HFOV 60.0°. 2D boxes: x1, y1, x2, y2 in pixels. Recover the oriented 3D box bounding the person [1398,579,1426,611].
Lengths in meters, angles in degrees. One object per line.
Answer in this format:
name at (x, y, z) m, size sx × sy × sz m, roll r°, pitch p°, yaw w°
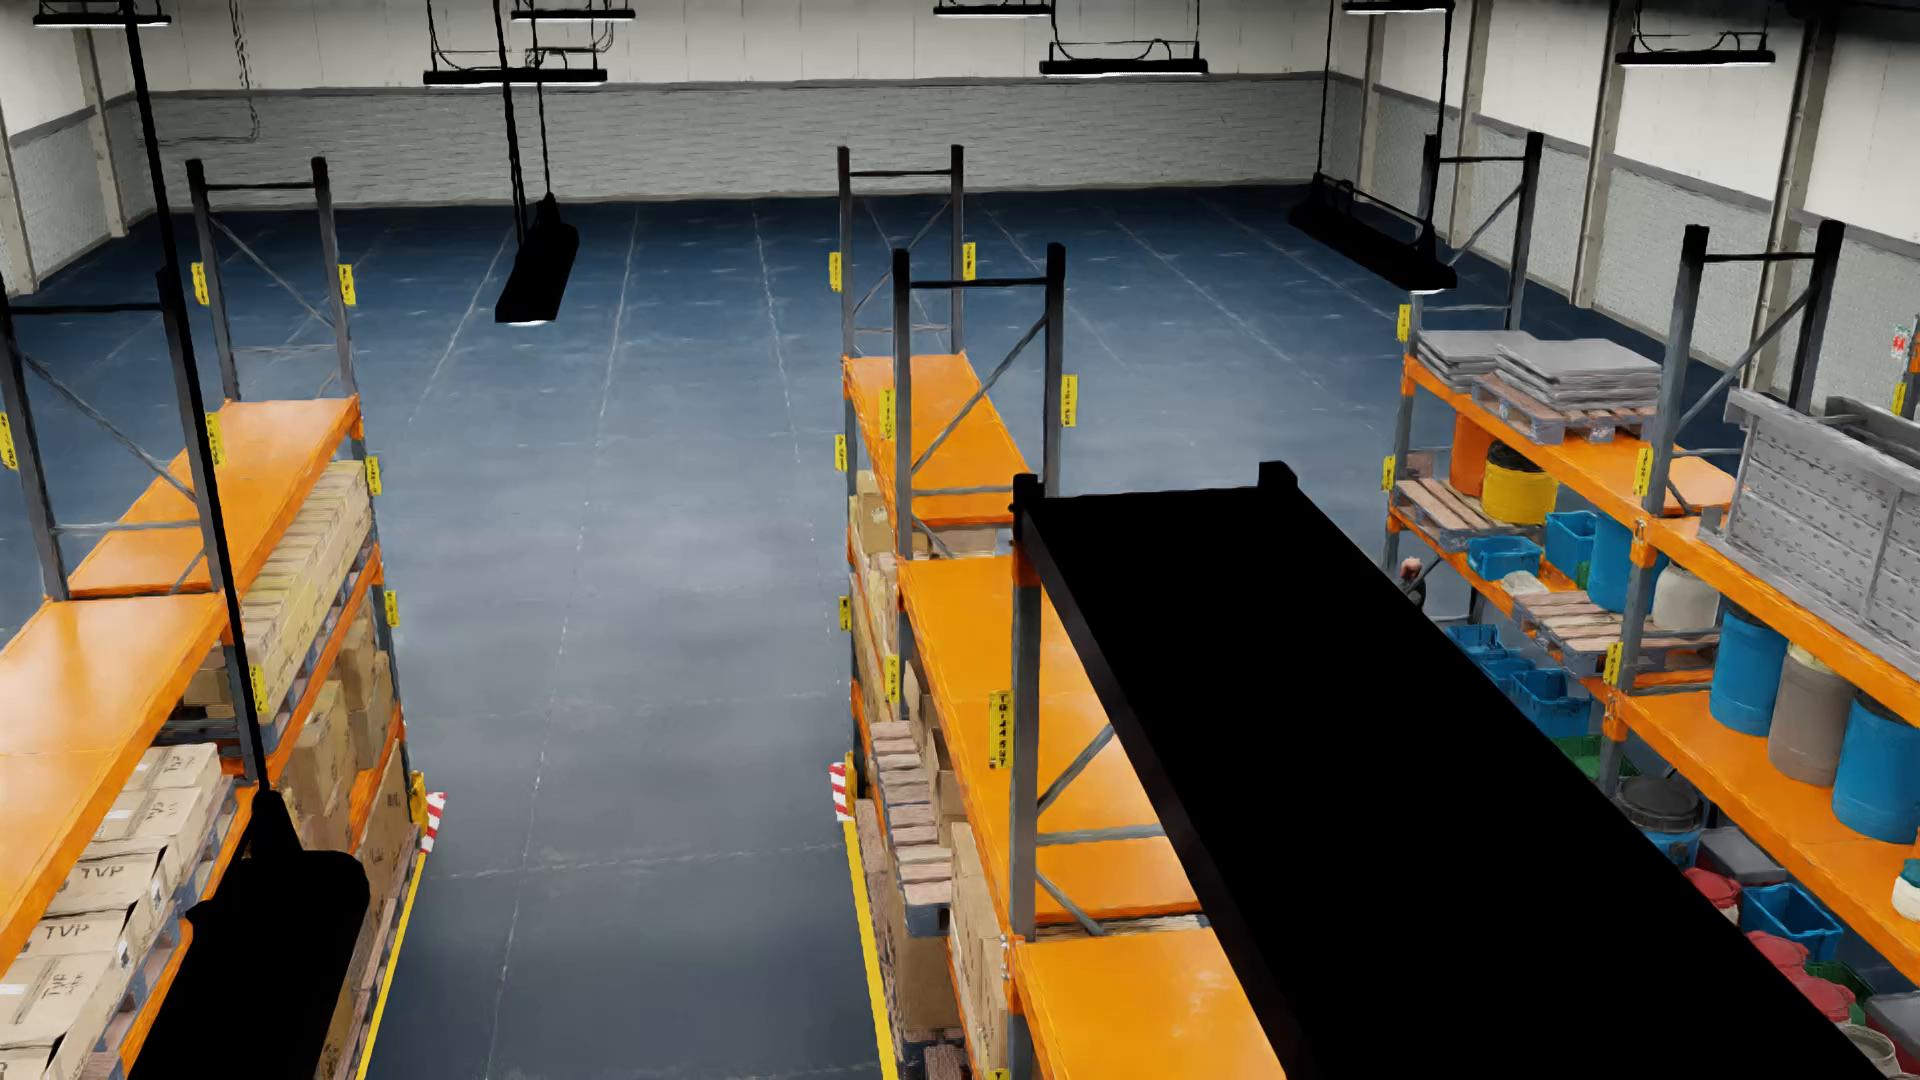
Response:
person at (4.541, 1.051, 16.892) m, size 0.442 × 1.435 × 0.493 m, roll 10°, pitch 24°, yaw 24°
